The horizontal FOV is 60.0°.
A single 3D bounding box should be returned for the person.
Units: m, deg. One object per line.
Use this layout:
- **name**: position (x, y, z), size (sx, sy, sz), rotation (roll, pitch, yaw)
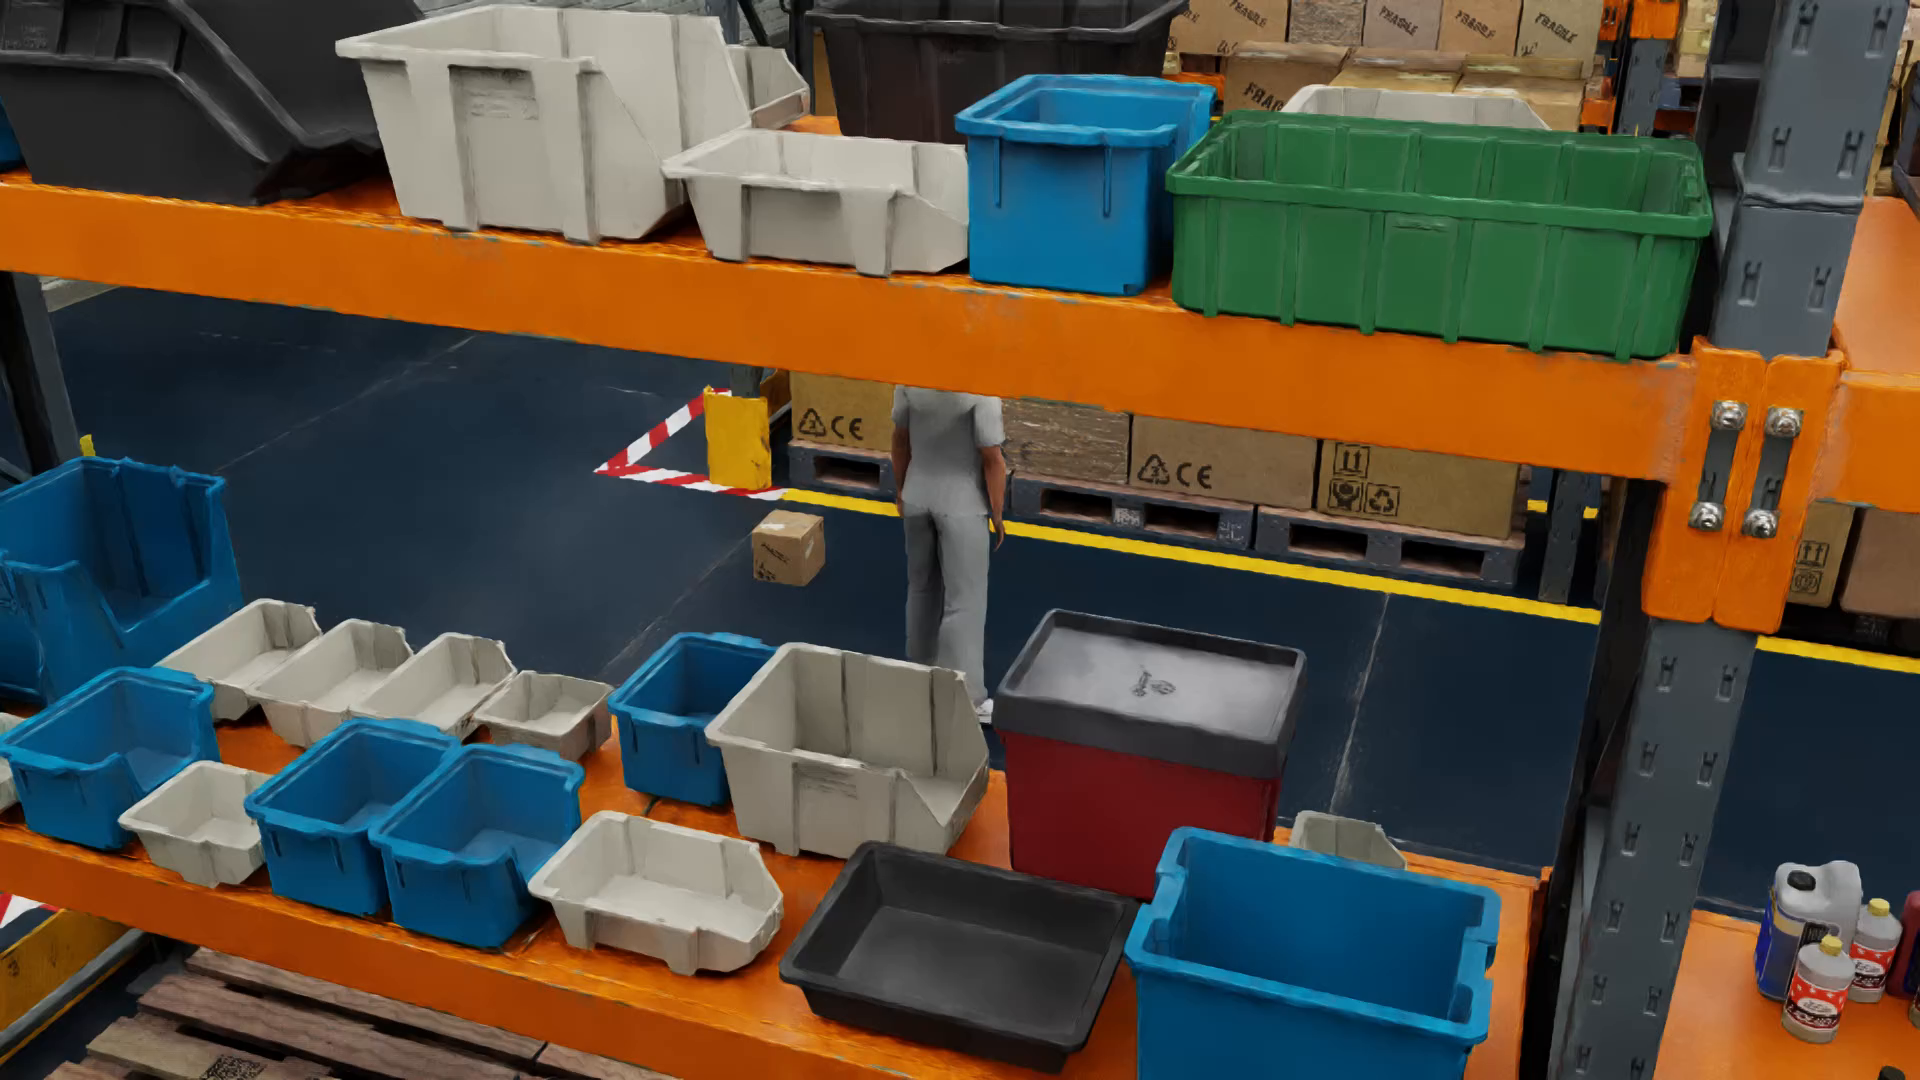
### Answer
- **person**: position (-0.023, -0.114, 6.297), size (0.528, 1.672, 0.411), rotation (16, 30, 29)
